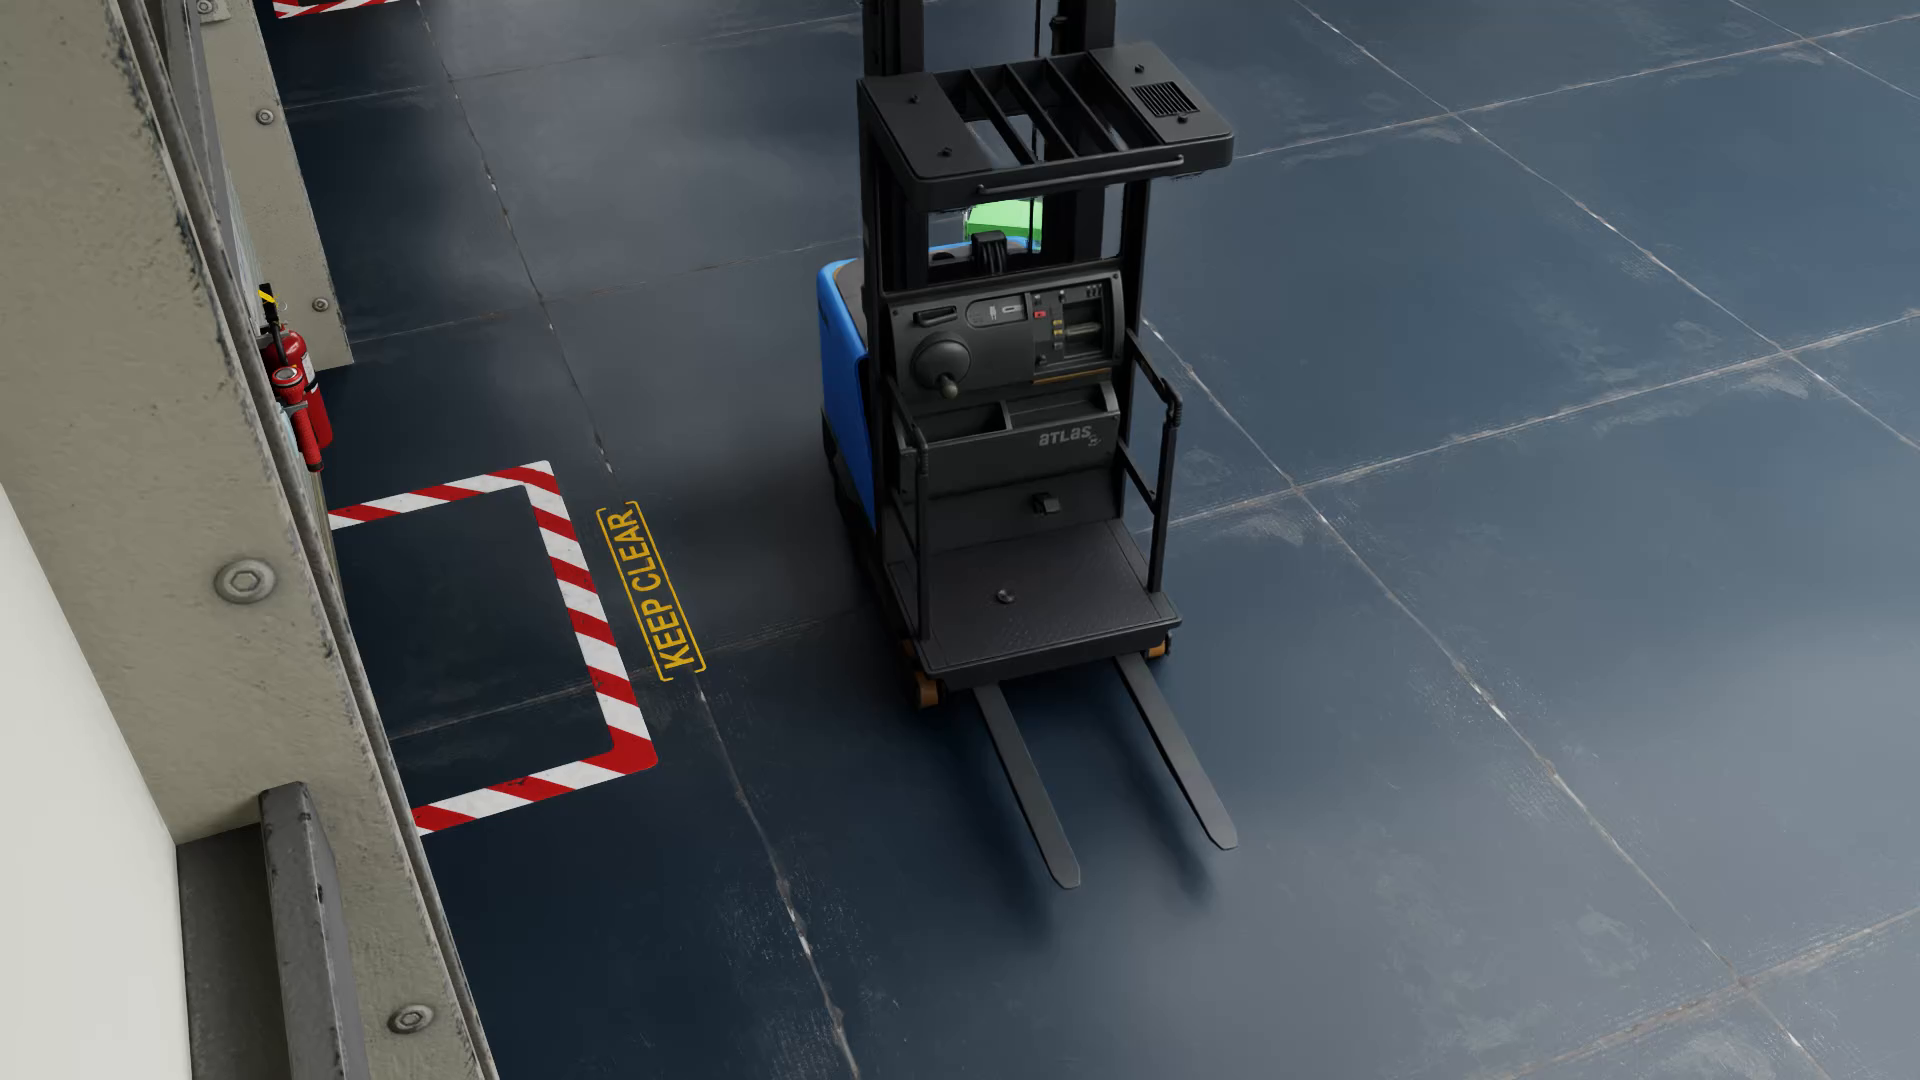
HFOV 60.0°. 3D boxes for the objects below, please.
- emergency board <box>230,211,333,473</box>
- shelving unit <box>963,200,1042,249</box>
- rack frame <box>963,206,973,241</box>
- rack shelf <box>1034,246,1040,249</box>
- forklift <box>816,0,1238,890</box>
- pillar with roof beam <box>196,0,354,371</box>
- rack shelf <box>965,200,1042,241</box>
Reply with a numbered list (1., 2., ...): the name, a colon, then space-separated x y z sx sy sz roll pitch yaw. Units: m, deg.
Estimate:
1. emergency board: -2.498 -0.651 6.125 0.194 1.169 0.643 -15 43 -17
2. shelving unit: 0.281 -1.166 8.104 0.503 1.200 0.258 6 41 7
3. rack frame: 0.040 -1.192 8.135 0.015 1.200 0.240 6 41 7
4. rack shelf: 0.281 -1.299 7.989 0.480 0.148 0.258 6 41 7
5. forklift: 0.252 -0.712 6.248 1.130 2.935 3.031 -11 42 -13
6. pillar with roof beam: 0.569 -5.498 7.160 9.100 9.000 0.400 -15 43 -17
7. rack shelf: 0.281 -1.481 7.833 0.480 0.148 0.258 6 41 7
